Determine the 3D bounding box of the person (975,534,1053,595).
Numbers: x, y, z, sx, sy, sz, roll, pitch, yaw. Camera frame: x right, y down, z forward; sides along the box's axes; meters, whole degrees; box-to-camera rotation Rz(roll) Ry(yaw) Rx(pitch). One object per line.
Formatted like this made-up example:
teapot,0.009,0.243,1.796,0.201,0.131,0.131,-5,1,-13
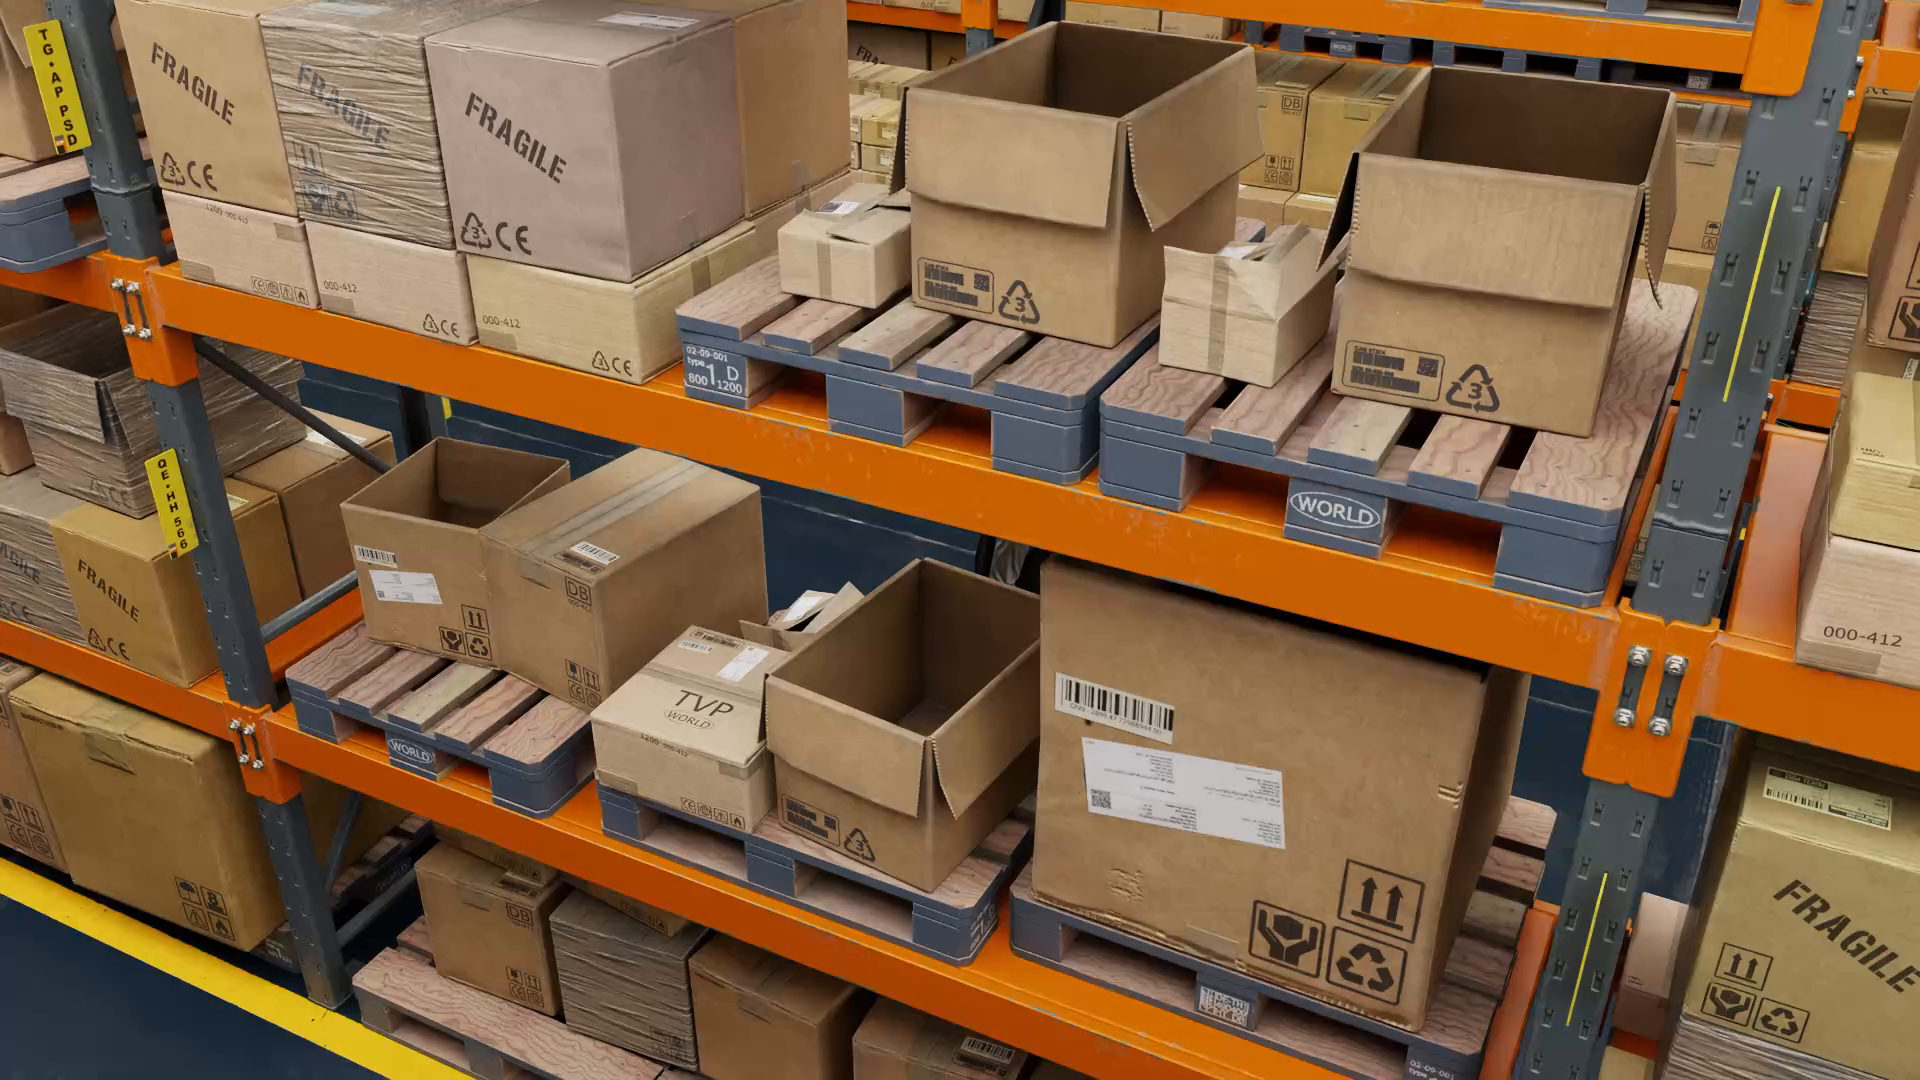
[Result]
person,0.274,0.300,6.632,0.420,1.719,0.577,13,32,21
